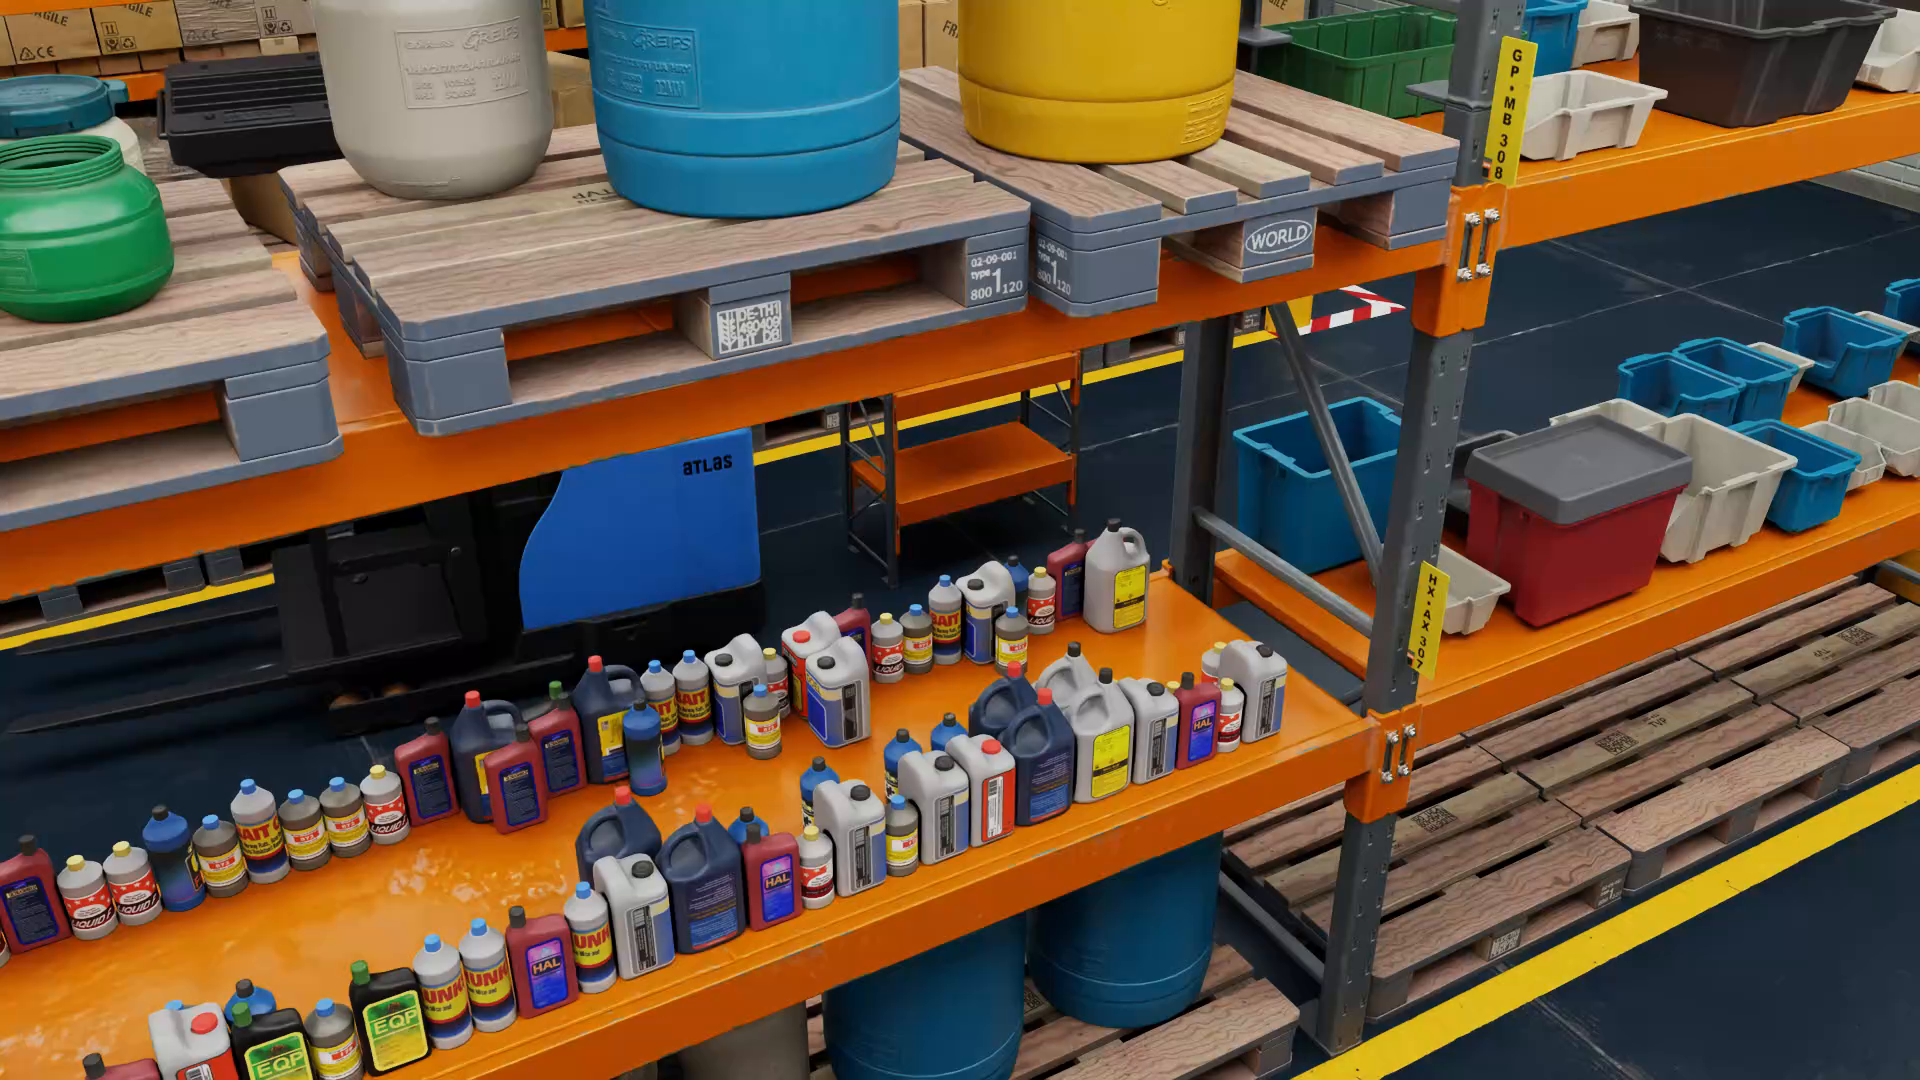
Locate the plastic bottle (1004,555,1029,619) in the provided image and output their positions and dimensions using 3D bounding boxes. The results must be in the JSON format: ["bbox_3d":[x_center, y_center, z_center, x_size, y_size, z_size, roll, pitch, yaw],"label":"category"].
[{"bbox_3d":[0.157,0.170,4.970,0.097,0.271,0.097,0,29,0],"label":"plastic bottle"}]

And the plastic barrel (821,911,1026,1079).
[{"bbox_3d":[-0.110,1.144,4.810,0.708,0.901,0.600,-16,33,-26],"label":"plastic barrel"}]

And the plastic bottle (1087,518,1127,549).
[{"bbox_3d":[0.446,0.073,5.135,0.133,0.283,0.061,-16,33,-26],"label":"plastic bottle"}]

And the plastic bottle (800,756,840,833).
[{"bbox_3d":[-0.343,0.652,4.097,0.097,0.271,0.097,0,29,0],"label":"plastic bottle"}]

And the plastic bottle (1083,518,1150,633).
[{"bbox_3d":[0.476,0.092,5.030,0.185,0.351,0.144,-16,33,-26],"label":"plastic bottle"}]

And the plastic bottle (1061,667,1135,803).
[{"bbox_3d":[0.352,0.492,4.304,0.185,0.351,0.144,-16,33,-26],"label":"plastic bottle"}]

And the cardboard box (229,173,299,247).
[{"bbox_3d":[-3.020,-1.724,7.732,0.700,0.500,0.500,26,38,38],"label":"cardboard box"}]

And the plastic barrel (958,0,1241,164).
[{"bbox_3d":[0.294,-1.162,3.517,0.600,0.588,0.600,0,29,0],"label":"plastic barrel"}]

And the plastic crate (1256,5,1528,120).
[{"bbox_3d":[1.190,-1.341,4.690,0.662,0.188,0.450,-16,33,-26],"label":"plastic crate"}]

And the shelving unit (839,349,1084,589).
[{"bbox_3d":[0.006,-0.494,7.981,1.048,1.125,0.538,-16,33,-26],"label":"shelving unit"}]

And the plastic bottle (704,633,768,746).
[{"bbox_3d":[-0.612,0.402,4.546,0.135,0.276,0.152,-16,33,-26],"label":"plastic bottle"}]

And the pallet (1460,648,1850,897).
[{"bbox_3d":[2.646,0.834,6.521,1.213,0.211,1.003,-16,33,-26],"label":"pallet"}]

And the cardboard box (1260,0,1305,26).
[{"bbox_3d":[1.676,-3.192,9.791,0.500,0.500,0.500,-16,33,-27],"label":"cardboard box"}]

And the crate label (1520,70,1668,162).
[{"bbox_3d":[1.547,-1.088,4.285,0.466,0.136,0.293,-16,33,-26],"label":"crate label"}]

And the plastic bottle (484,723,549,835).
[{"bbox_3d":[-1.120,0.598,4.183,0.133,0.283,0.061,-16,33,-26],"label":"plastic bottle"}]

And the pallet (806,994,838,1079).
[{"bbox_3d":[-0.761,1.802,4.765,1.213,0.211,1.003,-16,33,-26],"label":"pallet"}]

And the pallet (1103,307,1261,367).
[{"bbox_3d":[1.168,-1.499,10.748,1.213,0.211,1.003,-16,33,-26],"label":"pallet"}]

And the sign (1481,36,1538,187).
[{"bbox_3d":[1.255,-0.978,3.804,0.005,0.325,0.100,-16,33,-26],"label":"sign"}]

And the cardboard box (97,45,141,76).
[{"bbox_3d":[-5.771,-3.301,11.367,0.250,0.149,0.380,-16,33,-26],"label":"cardboard box"}]

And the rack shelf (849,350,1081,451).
[{"bbox_3d":[0.006,-0.750,7.840,1.000,0.278,0.538,-16,33,-26],"label":"rack shelf"}]

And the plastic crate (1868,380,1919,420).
[{"bbox_3d":[3.558,-0.441,6.155,0.243,0.136,0.396,-16,33,-26],"label":"plastic crate"}]

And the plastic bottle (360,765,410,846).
[{"bbox_3d":[-1.443,0.655,4.164,0.097,0.201,0.097,0,29,0],"label":"plastic bottle"}]

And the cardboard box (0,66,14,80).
[{"bbox_3d":[-6.440,-3.122,11.042,0.250,0.149,0.380,-16,33,-27],"label":"cardboard box"}]

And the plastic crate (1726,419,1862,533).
[{"bbox_3d":[2.786,-0.213,5.643,0.300,0.233,0.416,-16,33,-26],"label":"plastic crate"}]

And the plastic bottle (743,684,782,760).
[{"bbox_3d":[-0.533,0.482,4.478,0.097,0.201,0.097,0,29,0],"label":"plastic bottle"}]

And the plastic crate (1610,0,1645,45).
[{"bbox_3d":[2.360,-1.717,5.275,0.530,0.282,0.437,-16,33,-26],"label":"plastic crate"}]

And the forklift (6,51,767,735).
[{"bbox_3d":[-2.429,-0.775,6.621,3.031,2.935,1.130,-12,31,-20],"label":"forklift"}]

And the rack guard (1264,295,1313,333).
[{"bbox_3d":[1.855,-1.821,11.032,0.348,0.500,1.175,-16,33,-26],"label":"rack guard"}]

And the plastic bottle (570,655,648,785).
[{"bbox_3d":[-0.920,0.454,4.374,0.185,0.351,0.144,-16,33,-26],"label":"plastic bottle"}]

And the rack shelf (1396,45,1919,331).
[{"bbox_3d":[2.703,-1.378,5.283,4.000,0.370,1.077,-16,33,-26],"label":"rack shelf"}]

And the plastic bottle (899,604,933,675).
[{"bbox_3d":[-0.127,0.281,4.841,0.097,0.201,0.097,0,29,0],"label":"plastic bottle"}]

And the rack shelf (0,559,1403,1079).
[{"bbox_3d":[-0.746,0.914,4.234,4.000,0.370,1.077,-16,33,-26],"label":"rack shelf"}]

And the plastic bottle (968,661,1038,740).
[{"bbox_3d":[0.119,0.478,4.331,0.185,0.351,0.144,-16,33,-26],"label":"plastic bottle"}]

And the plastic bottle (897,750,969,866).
[{"bbox_3d":[-0.064,0.641,4.113,0.135,0.276,0.152,-16,33,-26],"label":"plastic bottle"}]

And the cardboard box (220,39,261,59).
[{"bbox_3d":[-5.083,-3.478,11.687,0.250,0.149,0.380,-16,33,-26],"label":"cardboard box"}]

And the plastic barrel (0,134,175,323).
[{"bbox_3d":[-1.440,-0.504,2.681,0.294,0.245,0.294,0,29,0],"label":"plastic barrel"}]

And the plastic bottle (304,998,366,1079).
[{"bbox_3d":[-1.306,1.041,3.464,0.097,0.201,0.097,0,29,0],"label":"plastic bottle"}]

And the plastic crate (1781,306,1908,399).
[{"bbox_3d":[3.480,-0.738,6.594,0.300,0.233,0.416,-16,33,-26],"label":"plastic crate"}]

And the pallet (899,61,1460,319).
[{"bbox_3d":[0.352,-0.889,3.847,1.003,0.211,1.213,-16,33,-26],"label":"pallet"}]

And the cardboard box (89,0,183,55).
[{"bbox_3d":[-5.611,-3.610,11.254,0.500,0.500,0.500,-15,32,-25],"label":"cardboard box"}]

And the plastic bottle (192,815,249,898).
[{"bbox_3d":[-1.778,0.750,3.992,0.097,0.201,0.097,0,29,0],"label":"plastic bottle"}]

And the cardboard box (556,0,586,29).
[{"bbox_3d":[-2.933,-4.451,12.901,0.700,0.700,0.980,-17,33,-28],"label":"cardboard box"}]

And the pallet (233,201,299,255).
[{"bbox_3d":[-3.302,-1.370,7.826,1.213,0.211,1.003,-16,33,-26],"label":"pallet"}]

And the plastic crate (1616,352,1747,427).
[{"bbox_3d":[2.653,-0.504,6.169,0.300,0.233,0.416,-16,33,-26],"label":"plastic crate"}]

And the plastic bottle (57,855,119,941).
[{"bbox_3d":[-2.030,0.822,3.862,0.097,0.201,0.097,0,29,0],"label":"plastic bottle"}]

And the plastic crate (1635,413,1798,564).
[{"bbox_3d":[2.388,-0.162,5.500,0.530,0.282,0.437,-16,33,-26],"label":"plastic crate"}]

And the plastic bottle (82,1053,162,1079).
[{"bbox_3d":[-1.627,1.107,3.260,0.133,0.283,0.061,-16,33,-26],"label":"plastic bottle"}]

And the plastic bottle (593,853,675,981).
[{"bbox_3d":[-0.738,0.832,3.766,0.135,0.276,0.152,-16,33,-26],"label":"plastic bottle"}]

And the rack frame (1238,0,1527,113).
[{"bbox_3d":[0.978,-2.517,3.498,0.127,3.000,1.000,-16,33,-26],"label":"rack frame"}]

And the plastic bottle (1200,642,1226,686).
[{"bbox_3d":[0.723,0.380,4.662,0.097,0.201,0.097,0,29,0],"label":"plastic bottle"}]

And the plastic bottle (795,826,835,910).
[{"bbox_3d":[-0.350,0.770,3.956,0.097,0.201,0.097,0,29,0],"label":"plastic bottle"}]

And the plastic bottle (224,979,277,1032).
[{"bbox_3d":[-1.452,1.018,3.434,0.097,0.271,0.097,0,29,0],"label":"plastic bottle"}]

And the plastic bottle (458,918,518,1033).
[{"bbox_3d":[-1.023,0.930,3.593,0.097,0.271,0.097,0,29,0],"label":"plastic bottle"}]

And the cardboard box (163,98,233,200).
[{"bbox_3d":[-5.300,-2.828,12.061,0.750,0.750,0.750,-15,32,-25],"label":"cardboard box"}]

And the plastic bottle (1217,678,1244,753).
[{"bbox_3d":[0.716,0.467,4.504,0.097,0.201,0.097,0,29,0],"label":"plastic bottle"}]
